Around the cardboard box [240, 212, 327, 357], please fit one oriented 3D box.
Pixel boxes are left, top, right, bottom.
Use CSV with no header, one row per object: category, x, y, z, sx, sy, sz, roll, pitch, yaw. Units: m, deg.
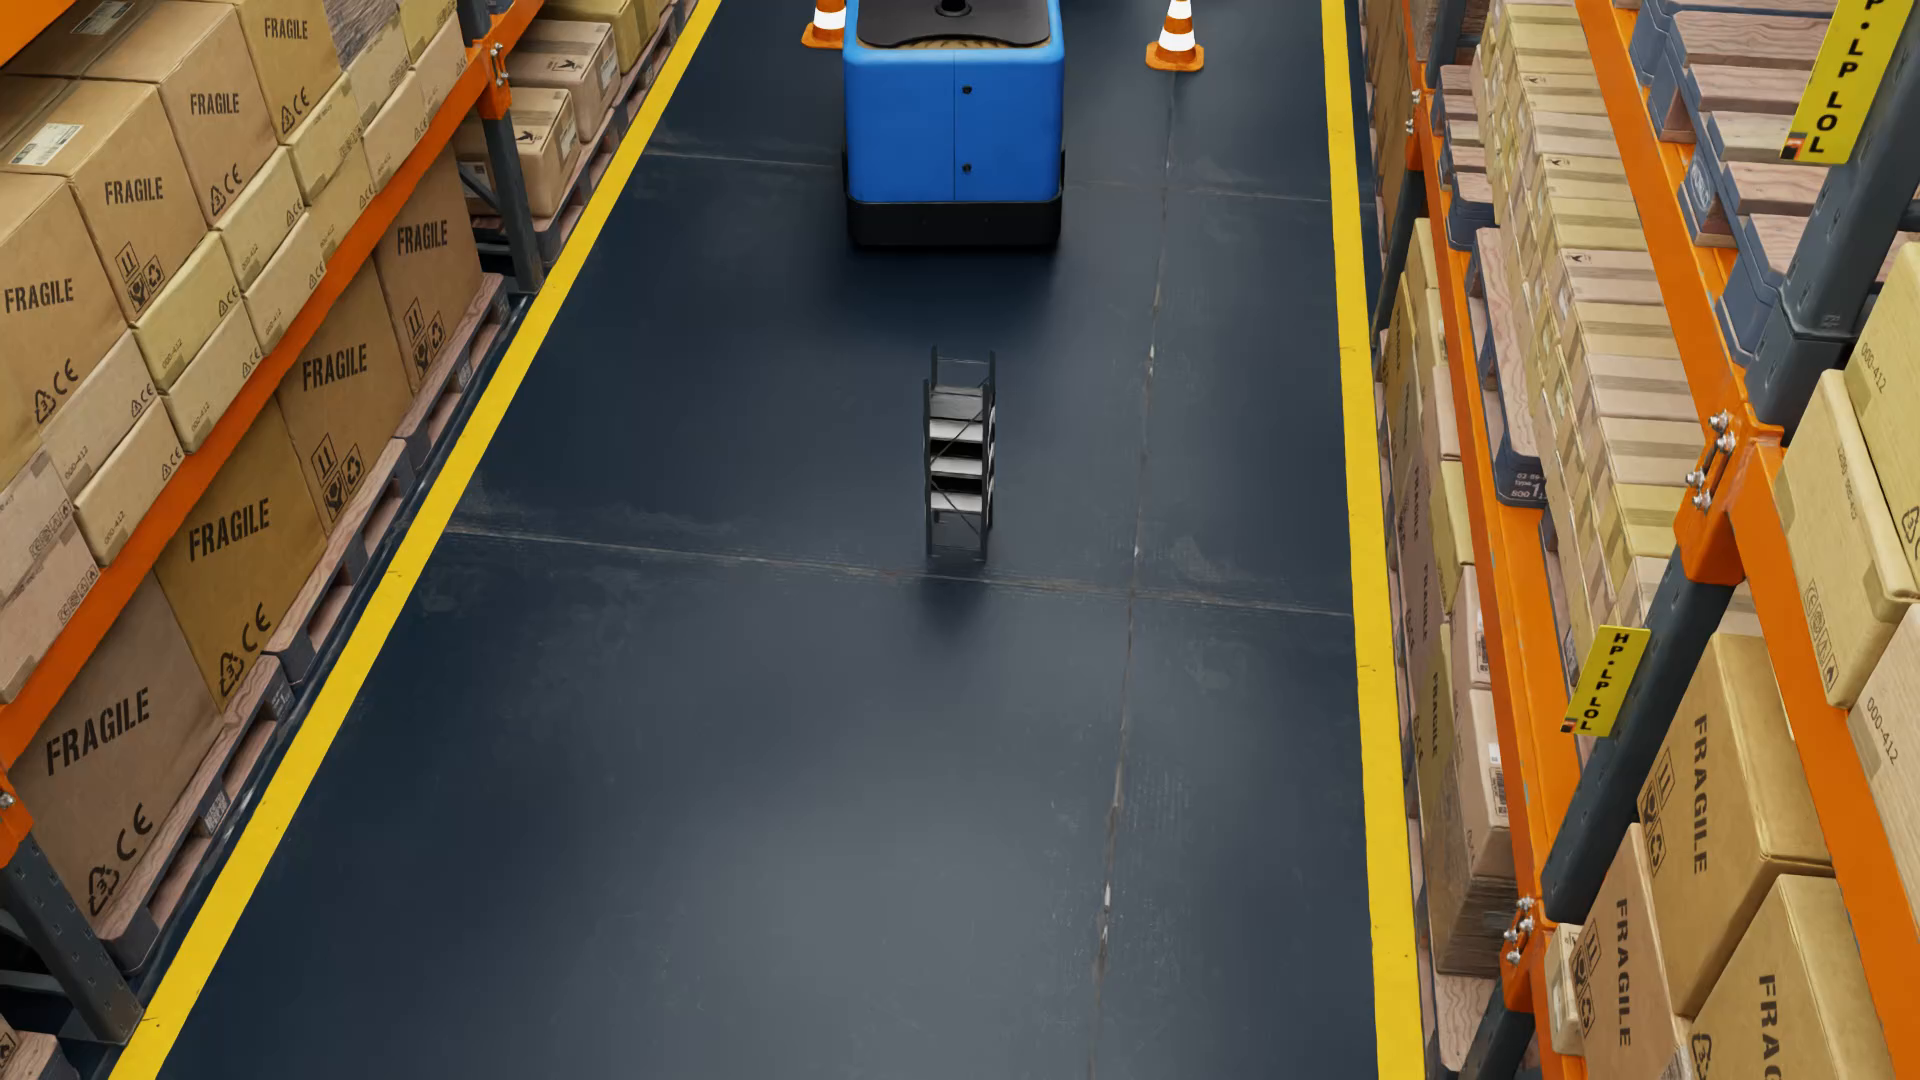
cardboard box,-2.501,-0.881,5.608,0.500,0.250,0.500,5,44,5

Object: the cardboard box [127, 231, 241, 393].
cardboard box,-2.574,-0.720,5.074,0.500,0.250,0.500,6,44,6

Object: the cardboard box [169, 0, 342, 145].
cardboard box,-2.458,-1.680,5.543,0.500,0.500,0.500,5,44,6

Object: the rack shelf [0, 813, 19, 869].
rack shelf,-3.311,2.005,2.974,1.077,0.370,4.000,5,44,6

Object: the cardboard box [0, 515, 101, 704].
cardboard box,-2.726,0.159,4.509,0.500,0.250,0.500,4,44,5

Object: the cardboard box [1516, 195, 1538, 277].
cardboard box,1.971,-0.945,5.227,0.380,0.149,0.250,5,44,5

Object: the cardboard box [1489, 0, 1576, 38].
cardboard box,2.149,-1.941,6.063,0.380,0.149,0.250,5,44,6

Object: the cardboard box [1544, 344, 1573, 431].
cardboard box,1.868,-0.409,4.661,0.380,0.149,0.250,3,44,3

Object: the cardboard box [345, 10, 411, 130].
cardboard box,-2.394,-1.770,6.183,0.500,0.250,0.500,4,44,4

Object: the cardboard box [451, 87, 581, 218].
cardboard box,-2.433,-1.928,8.210,0.950,0.372,0.625,3,43,3

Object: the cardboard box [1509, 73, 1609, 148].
cardboard box,2.044,-1.414,5.506,0.380,0.149,0.250,4,44,4

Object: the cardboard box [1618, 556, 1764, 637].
cardboard box,1.733,0.193,3.809,0.380,0.149,0.250,7,44,7

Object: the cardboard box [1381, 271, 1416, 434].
cardboard box,2.056,-0.750,6.873,0.500,0.500,0.500,4,44,4

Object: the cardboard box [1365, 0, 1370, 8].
cardboard box,2.939,-3.595,9.696,1.050,0.750,0.750,5,44,5

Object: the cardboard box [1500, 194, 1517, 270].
cardboard box,2.006,-1.007,5.509,0.380,0.149,0.250,7,44,7

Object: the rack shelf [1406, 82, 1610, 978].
rack shelf,2.138,-0.340,5.451,1.077,0.370,4.000,5,44,6

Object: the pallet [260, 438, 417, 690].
pallet,-2.860,0.027,6.568,1.003,0.211,1.213,5,44,6

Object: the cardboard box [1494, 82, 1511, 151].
cardboard box,2.074,-1.455,5.766,0.380,0.149,0.250,4,44,4

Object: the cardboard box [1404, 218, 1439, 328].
cardboard box,2.072,-1.034,6.627,0.500,0.250,0.500,3,44,4

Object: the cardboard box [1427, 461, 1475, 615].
cardboard box,1.859,0.003,5.532,0.500,0.250,0.500,3,44,4

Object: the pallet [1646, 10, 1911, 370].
pallet,2.061,-0.670,3.231,1.213,0.211,1.003,5,44,6

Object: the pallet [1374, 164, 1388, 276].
pallet,2.582,-1.482,8.162,1.003,0.211,1.213,5,44,6

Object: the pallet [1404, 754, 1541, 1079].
pallet,1.975,1.243,5.283,1.003,0.211,1.213,5,44,6

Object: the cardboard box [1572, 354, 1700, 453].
cardboard box,1.839,-0.345,4.377,0.380,0.149,0.250,5,44,5

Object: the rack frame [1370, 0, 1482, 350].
rack frame,2.403,-1.964,6.643,1.000,3.000,0.127,5,44,6

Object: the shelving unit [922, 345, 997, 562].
shelving unit,-0.001,-0.321,6.435,0.258,0.900,0.210,5,44,6

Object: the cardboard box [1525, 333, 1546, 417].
cardboard box,1.899,-0.476,4.949,0.380,0.149,0.250,7,44,7

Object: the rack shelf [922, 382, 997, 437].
rack shelf,-0.001,-0.493,6.272,0.258,0.077,0.200,5,44,6

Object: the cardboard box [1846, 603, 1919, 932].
cardboard box,1.494,0.361,2.115,0.500,0.250,0.500,5,44,5

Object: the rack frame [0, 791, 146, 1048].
rack frame,-3.046,0.381,4.166,1.000,3.000,0.127,5,44,6

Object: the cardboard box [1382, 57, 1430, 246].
cardboard box,2.572,-1.707,7.702,1.050,0.750,0.750,5,44,5

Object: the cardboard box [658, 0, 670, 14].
cardboard box,-2.147,-3.422,9.788,0.950,0.372,0.625,8,44,8

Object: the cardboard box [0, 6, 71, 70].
cardboard box,-3.035,-1.397,5.244,0.500,0.500,0.500,6,44,6

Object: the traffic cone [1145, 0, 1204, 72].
traffic cone,1.257,-2.993,9.574,0.336,0.463,0.334,5,44,6

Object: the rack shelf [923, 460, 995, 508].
rack shelf,-0.001,-0.232,6.520,0.258,0.077,0.200,5,44,6

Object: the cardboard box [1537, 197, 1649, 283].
cardboard box,1.941,-0.879,4.941,0.380,0.149,0.250,5,44,5

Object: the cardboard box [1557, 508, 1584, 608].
cardboard box,1.799,0.065,4.377,0.380,0.149,0.250,5,44,5

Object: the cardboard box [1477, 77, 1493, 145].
cardboard box,2.108,-1.556,6.089,0.380,0.149,0.250,7,44,8

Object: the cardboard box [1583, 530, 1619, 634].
cardboard box,1.764,0.124,4.099,0.380,0.149,0.250,6,44,6

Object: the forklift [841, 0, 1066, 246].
forklift,-0.046,-3.504,8.318,1.130,2.935,3.031,-1,43,-1

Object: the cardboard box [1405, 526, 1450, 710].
cardboard box,1.862,0.291,5.774,0.500,0.500,0.500,4,44,5

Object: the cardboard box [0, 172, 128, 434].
cardboard box,-2.663,-0.642,4.446,0.500,0.500,0.500,5,44,5

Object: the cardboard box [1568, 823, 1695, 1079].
cardboard box,1.559,0.932,3.295,0.500,0.500,0.500,5,44,5

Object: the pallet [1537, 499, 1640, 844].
pallet,2.119,0.324,4.366,1.003,0.211,1.213,5,44,6

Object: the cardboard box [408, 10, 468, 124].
cardboard box,-2.327,-1.923,6.708,0.500,0.250,0.500,4,44,4

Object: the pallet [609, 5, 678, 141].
pallet,-2.249,-2.694,9.442,1.003,0.211,1.213,5,44,6

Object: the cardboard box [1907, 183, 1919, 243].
cardboard box,2.033,-0.765,2.816,0.700,0.500,0.500,5,44,6

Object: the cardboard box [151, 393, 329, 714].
cardboard box,-2.932,-0.047,5.857,0.875,0.875,0.875,6,44,7

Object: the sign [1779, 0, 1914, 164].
sign,1.323,-0.706,2.470,0.100,0.325,0.005,5,44,6
